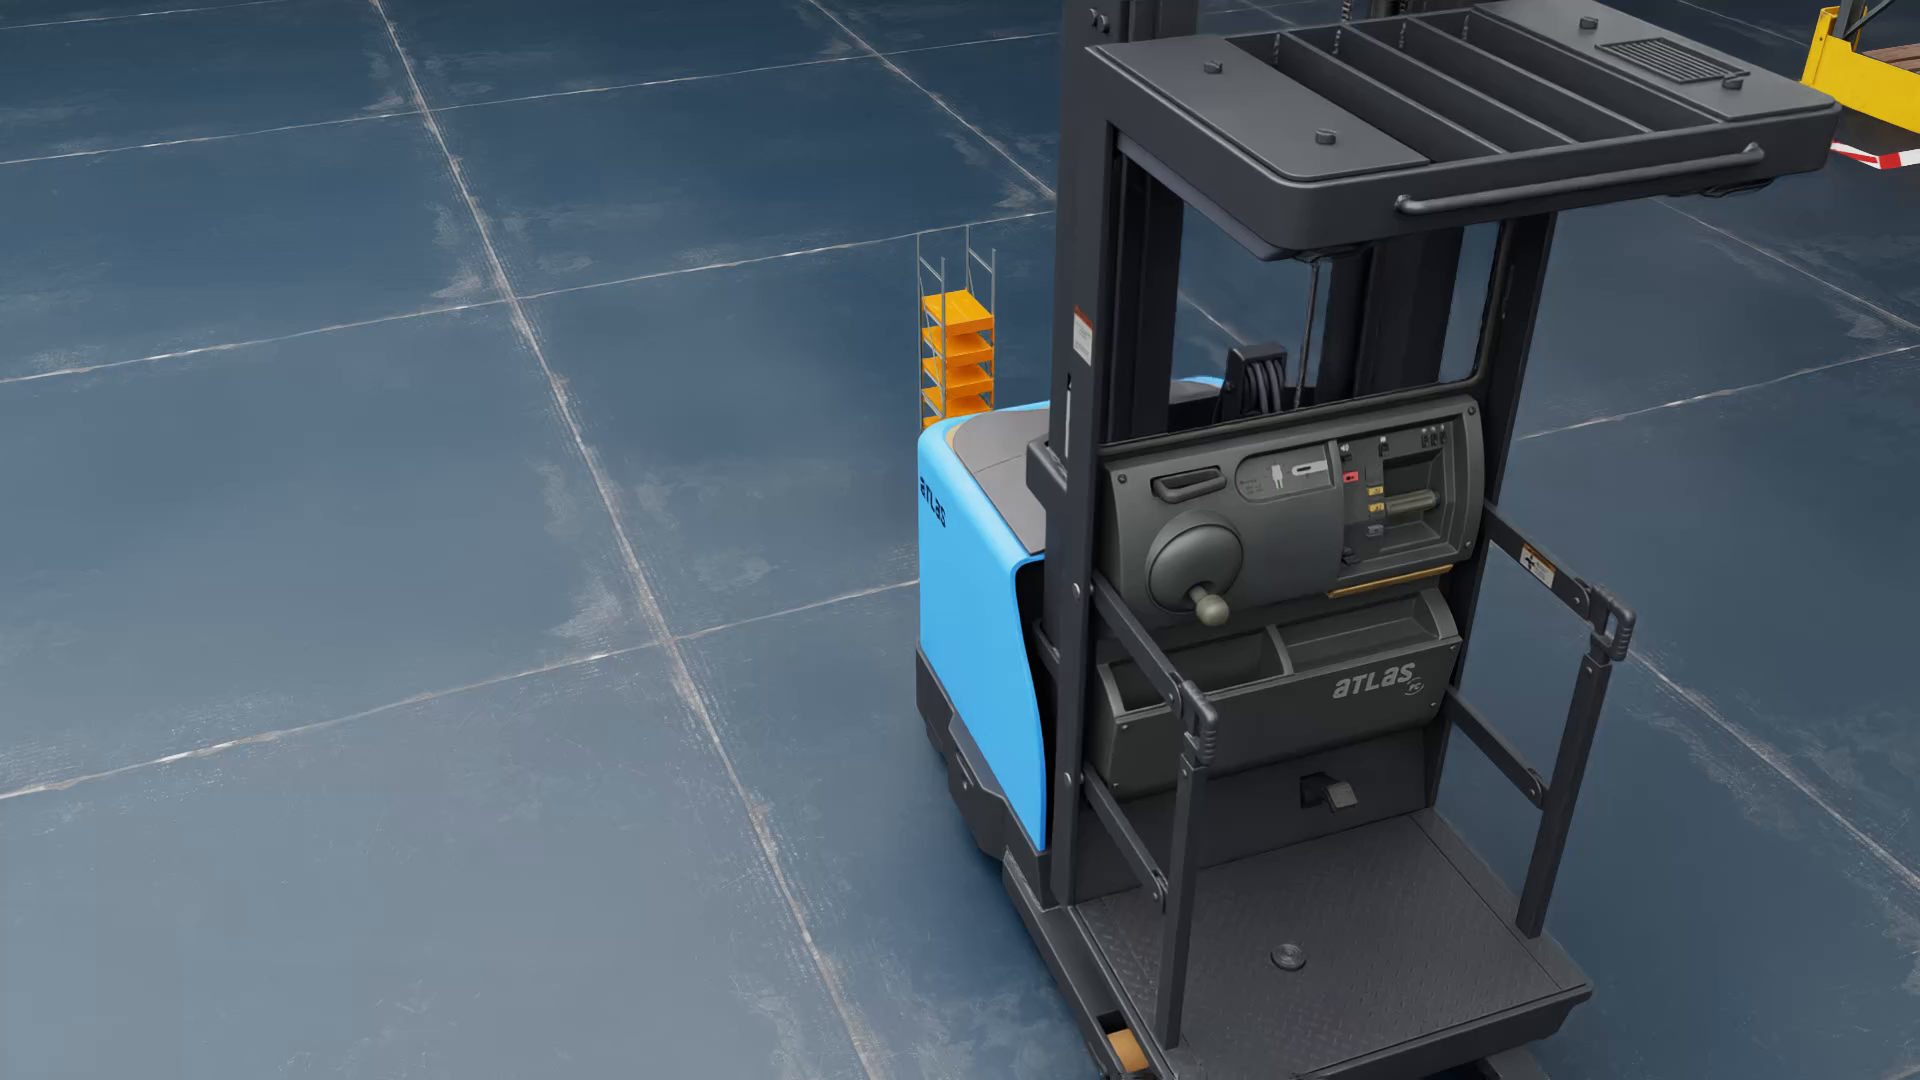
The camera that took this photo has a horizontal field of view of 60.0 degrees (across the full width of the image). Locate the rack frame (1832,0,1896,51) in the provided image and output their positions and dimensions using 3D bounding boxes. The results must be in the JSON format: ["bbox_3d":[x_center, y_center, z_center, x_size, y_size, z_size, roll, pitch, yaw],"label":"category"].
[{"bbox_3d":[5.722,-3.880,9.463,0.127,3.000,1.000,-13,35,-19],"label":"rack frame"}]

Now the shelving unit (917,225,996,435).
[{"bbox_3d":[-0.013,-0.500,5.918,0.189,1.200,0.258,-13,35,-19],"label":"shelving unit"}]

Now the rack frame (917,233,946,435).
[{"bbox_3d":[-0.098,-0.481,5.888,0.006,1.200,0.240,-13,35,-19],"label":"rack frame"}]

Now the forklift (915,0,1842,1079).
[{"bbox_3d":[0.846,-0.005,3.570,1.130,2.935,3.031,-11,35,-17],"label":"forklift"}]

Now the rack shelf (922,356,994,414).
[{"bbox_3d":[-0.013,-0.563,5.877,0.180,0.103,0.258,-13,35,-19],"label":"rack shelf"}]

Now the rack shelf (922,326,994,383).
[{"bbox_3d":[-0.013,-0.664,5.811,0.180,0.103,0.258,-13,35,-19],"label":"rack shelf"}]

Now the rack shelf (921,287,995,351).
[{"bbox_3d":[-0.013,-0.764,5.746,0.180,0.103,0.258,-13,35,-19],"label":"rack shelf"}]

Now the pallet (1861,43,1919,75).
[{"bbox_3d":[6.525,-2.920,10.544,1.213,0.211,1.003,-13,35,-19],"label":"pallet"}]

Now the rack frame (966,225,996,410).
[{"bbox_3d":[0.071,-0.519,5.948,0.006,1.200,0.240,-13,35,-19],"label":"rack frame"}]

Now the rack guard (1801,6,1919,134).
[{"bbox_3d":[5.774,-2.872,10.206,0.348,0.500,1.175,-13,35,-19],"label":"rack guard"}]

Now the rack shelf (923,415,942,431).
[{"bbox_3d":[-0.013,-0.362,6.008,0.180,0.103,0.258,-13,35,-19],"label":"rack shelf"}]

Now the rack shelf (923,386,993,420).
[{"bbox_3d":[-0.013,-0.463,5.942,0.180,0.103,0.258,-13,35,-19],"label":"rack shelf"}]
